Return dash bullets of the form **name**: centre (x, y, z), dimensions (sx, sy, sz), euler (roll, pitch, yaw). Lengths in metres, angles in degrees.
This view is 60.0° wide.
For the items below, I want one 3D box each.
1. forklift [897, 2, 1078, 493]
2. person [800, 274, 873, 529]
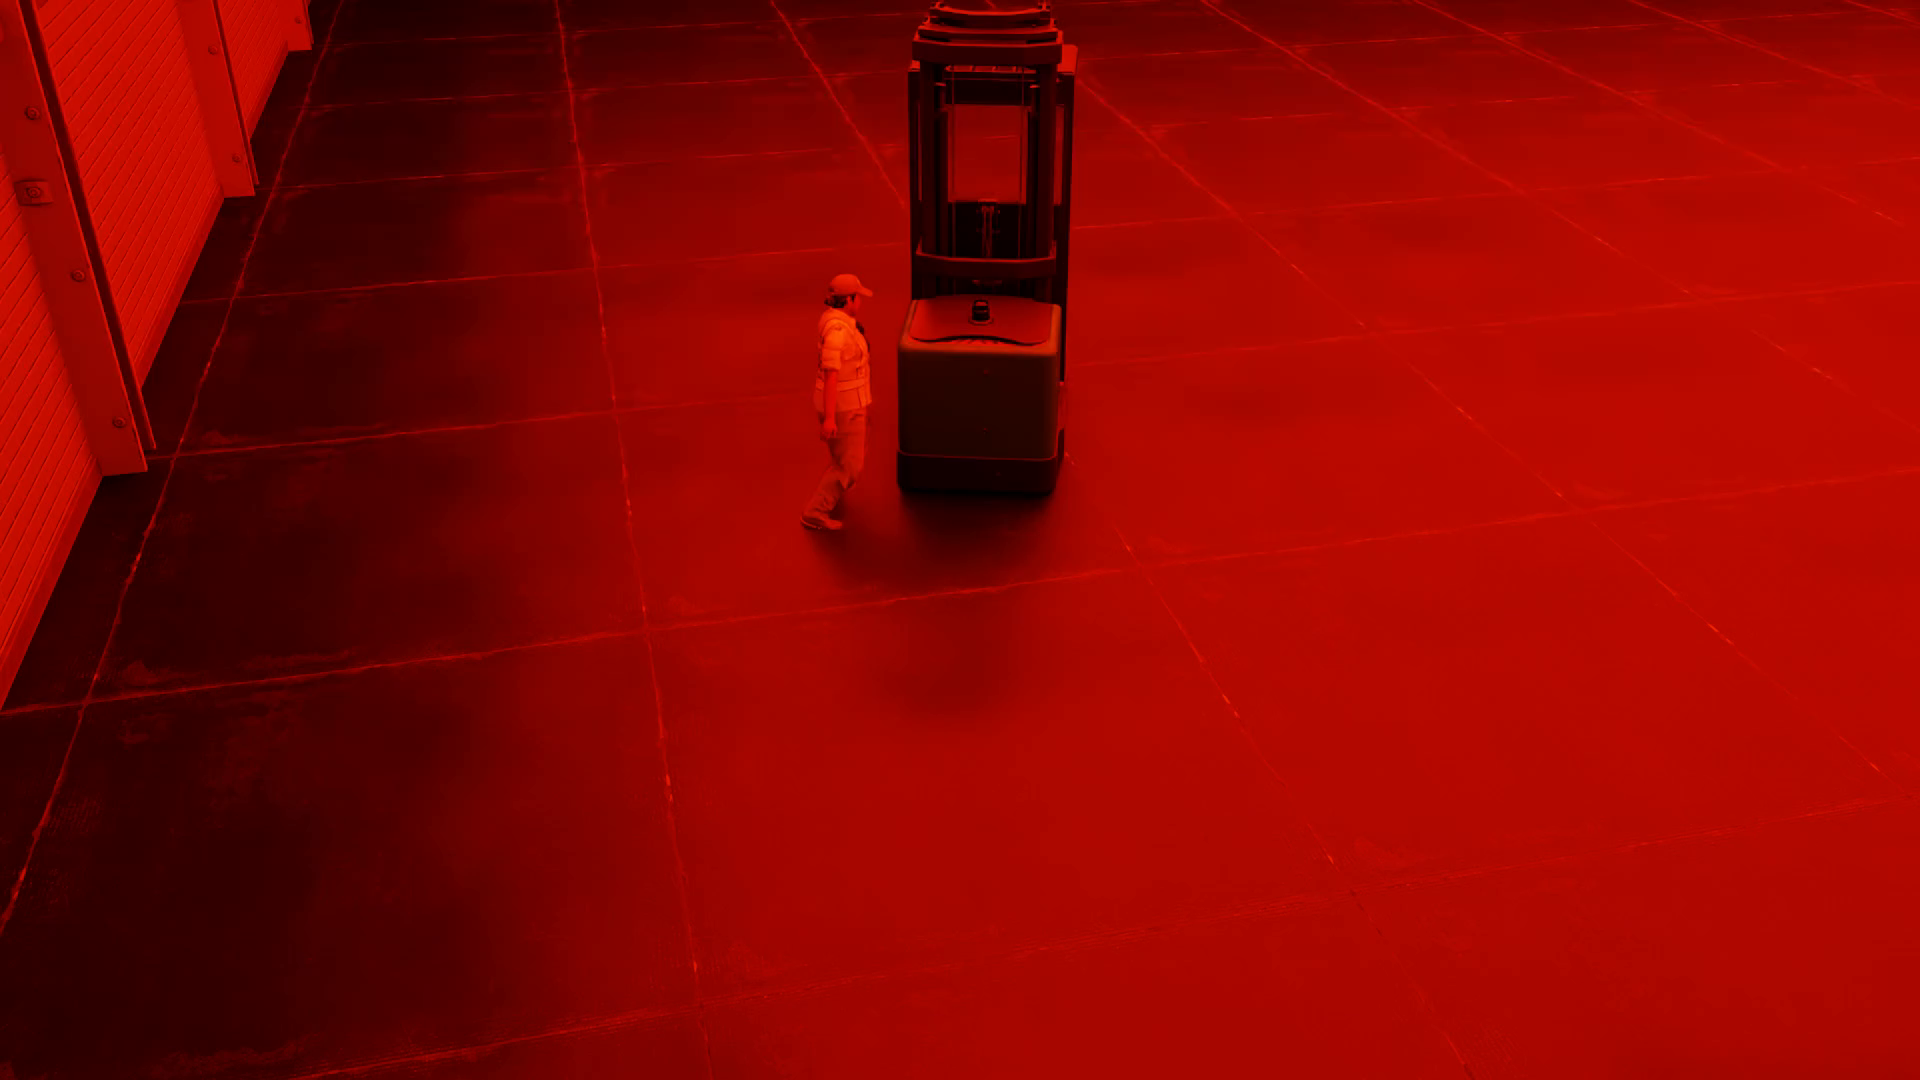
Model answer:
- **forklift**: centre (0.226, -2.289, 11.529), dimensions (1.130, 2.935, 3.031), euler (2, 30, 4)
- **person**: centre (-0.779, -0.847, 10.423), dimensions (0.506, 1.645, 0.840), euler (-2, 30, -3)
